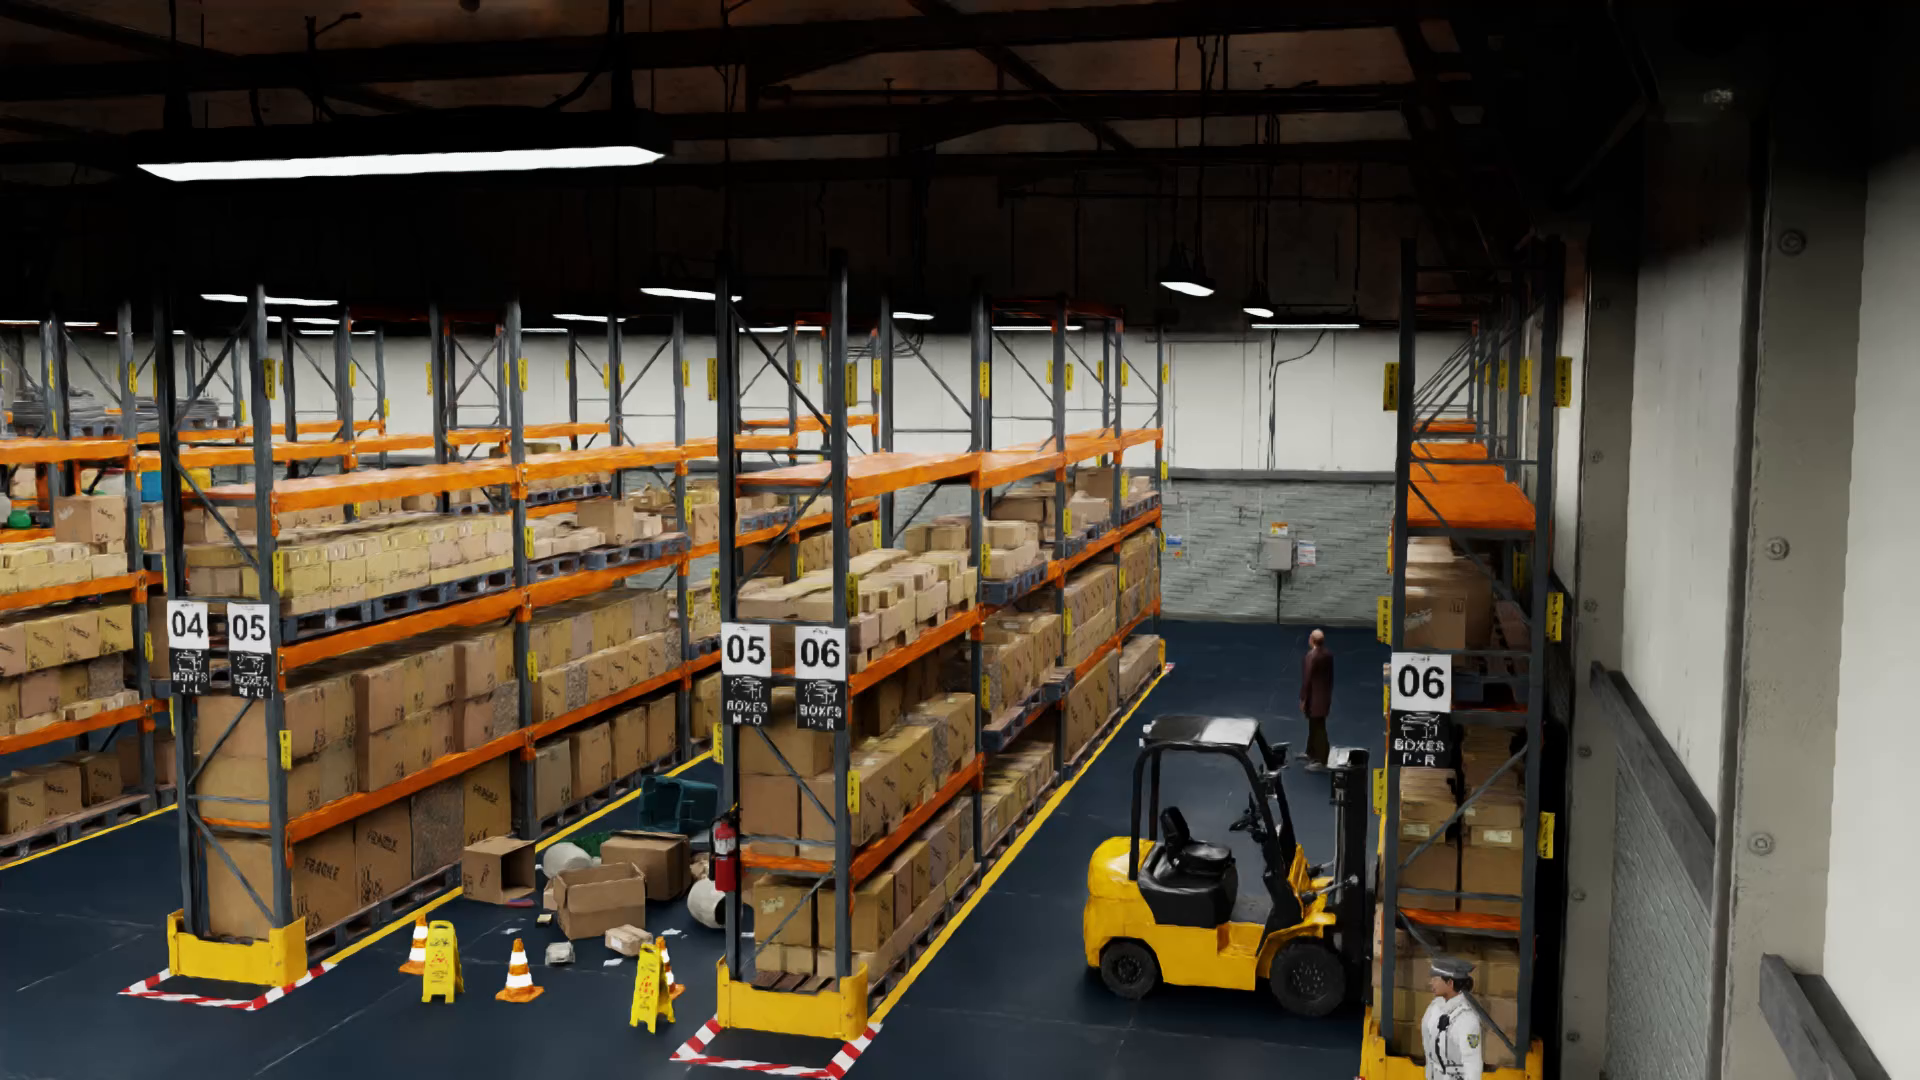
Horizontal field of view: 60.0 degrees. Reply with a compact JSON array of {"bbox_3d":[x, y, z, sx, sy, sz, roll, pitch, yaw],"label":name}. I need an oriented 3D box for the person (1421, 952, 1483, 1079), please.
[{"bbox_3d":[3.028,3.297,9.977,0.531,1.668,0.572,-1,6,-13],"label":"person"}]

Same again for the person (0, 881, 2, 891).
[{"bbox_3d":[-8.433,2.879,14.056,0.494,1.624,0.938,-1,6,-7],"label":"person"}]

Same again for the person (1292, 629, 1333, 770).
[{"bbox_3d":[4.527,2.013,21.317,0.636,1.771,0.691,4,7,35],"label":"person"}]
